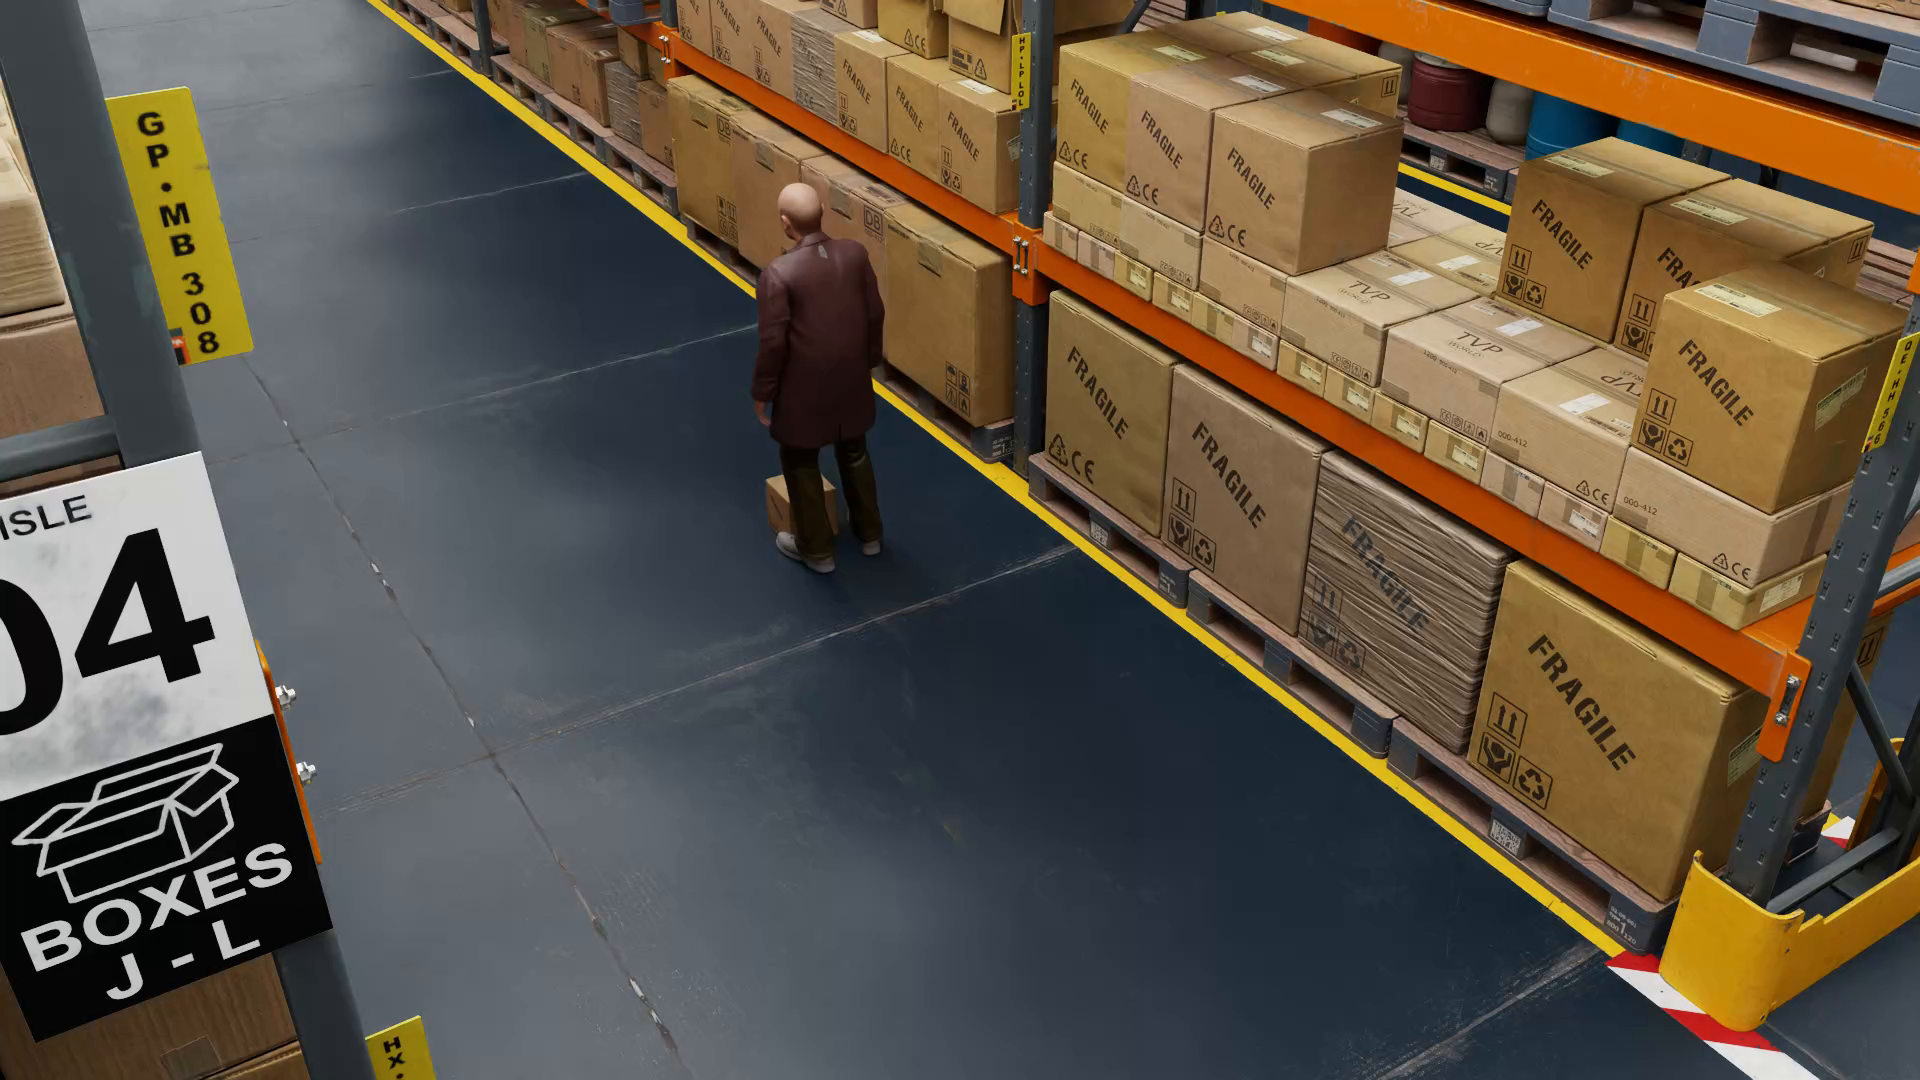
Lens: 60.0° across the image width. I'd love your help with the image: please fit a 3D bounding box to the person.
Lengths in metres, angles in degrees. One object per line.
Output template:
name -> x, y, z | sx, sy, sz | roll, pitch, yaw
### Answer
person -> -0.616, -0.690, 7.248 | 0.654, 1.774, 0.420 | -21, 38, -30
